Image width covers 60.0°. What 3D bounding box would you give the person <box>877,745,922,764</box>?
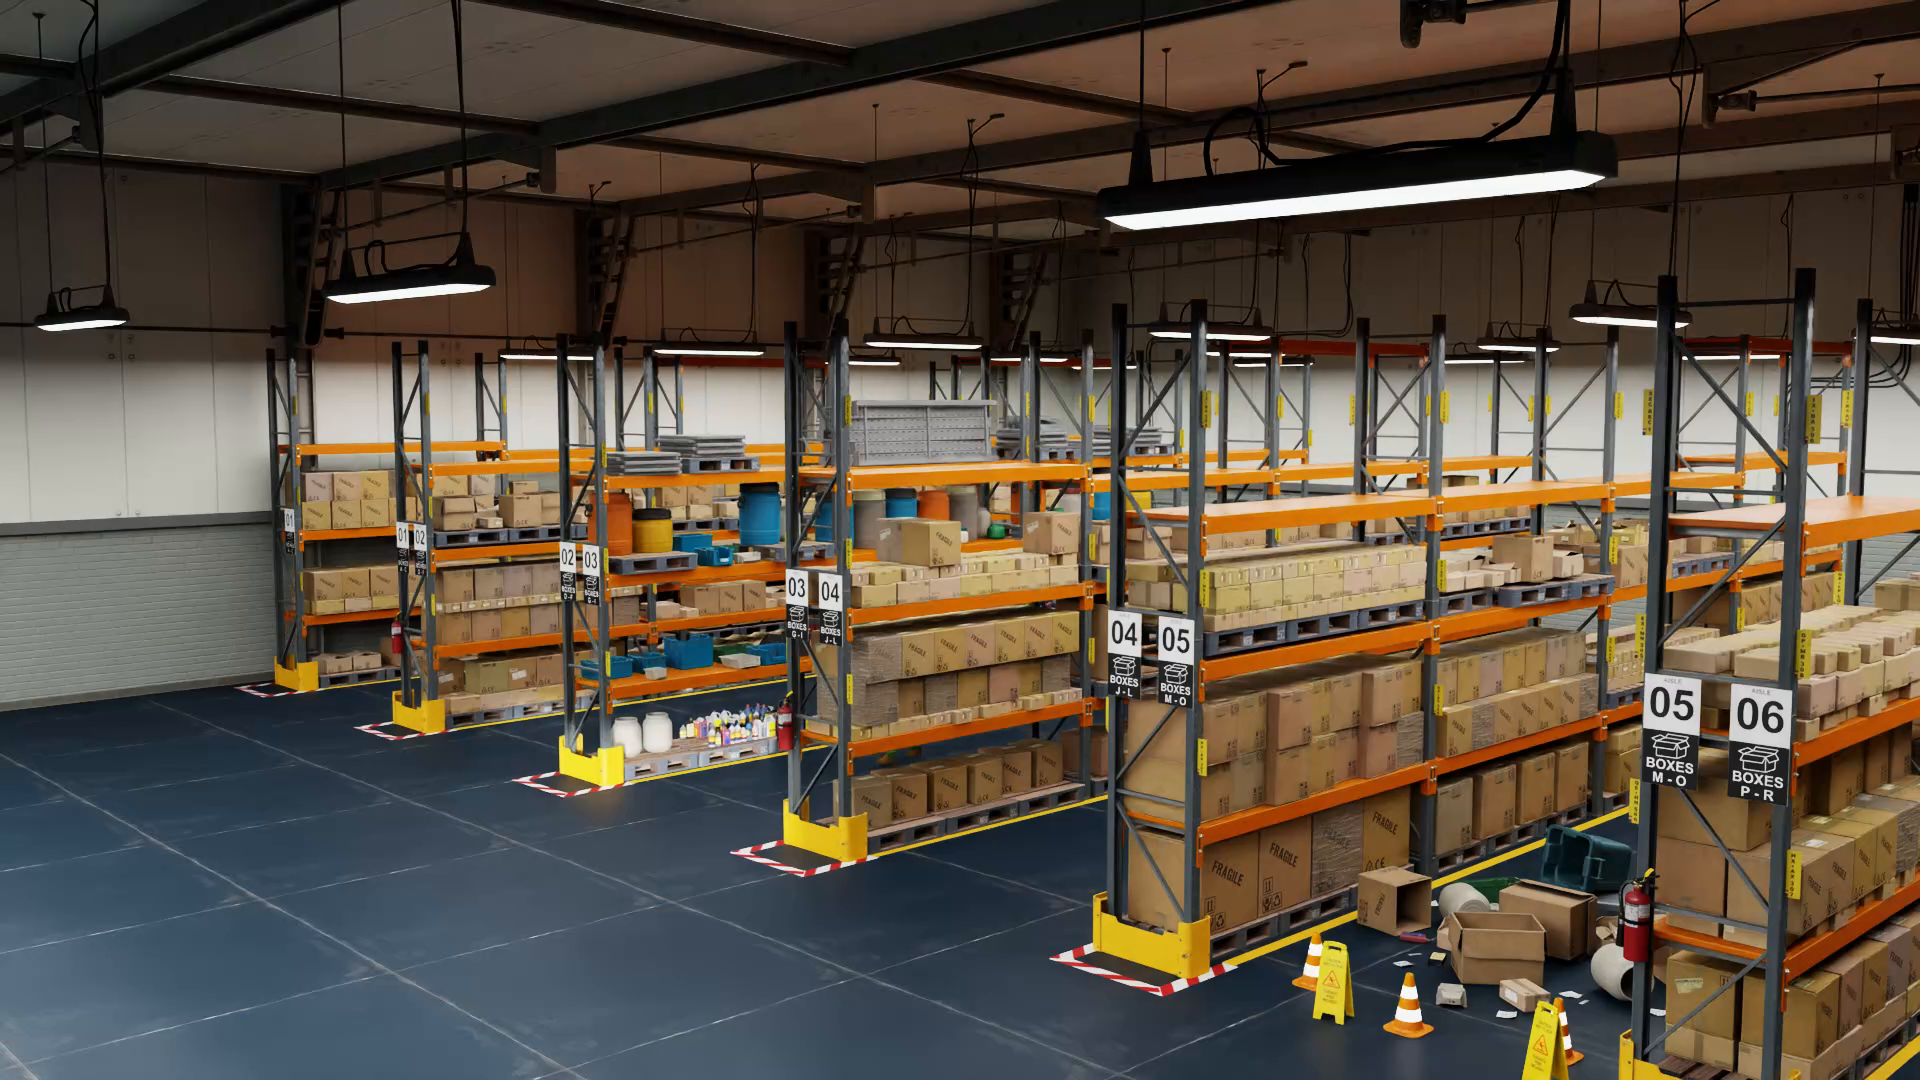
[{"bbox_3d":[-0.885,2.233,23.470,0.925,1.742,0.587,-4,6,-35],"label":"person"}]
